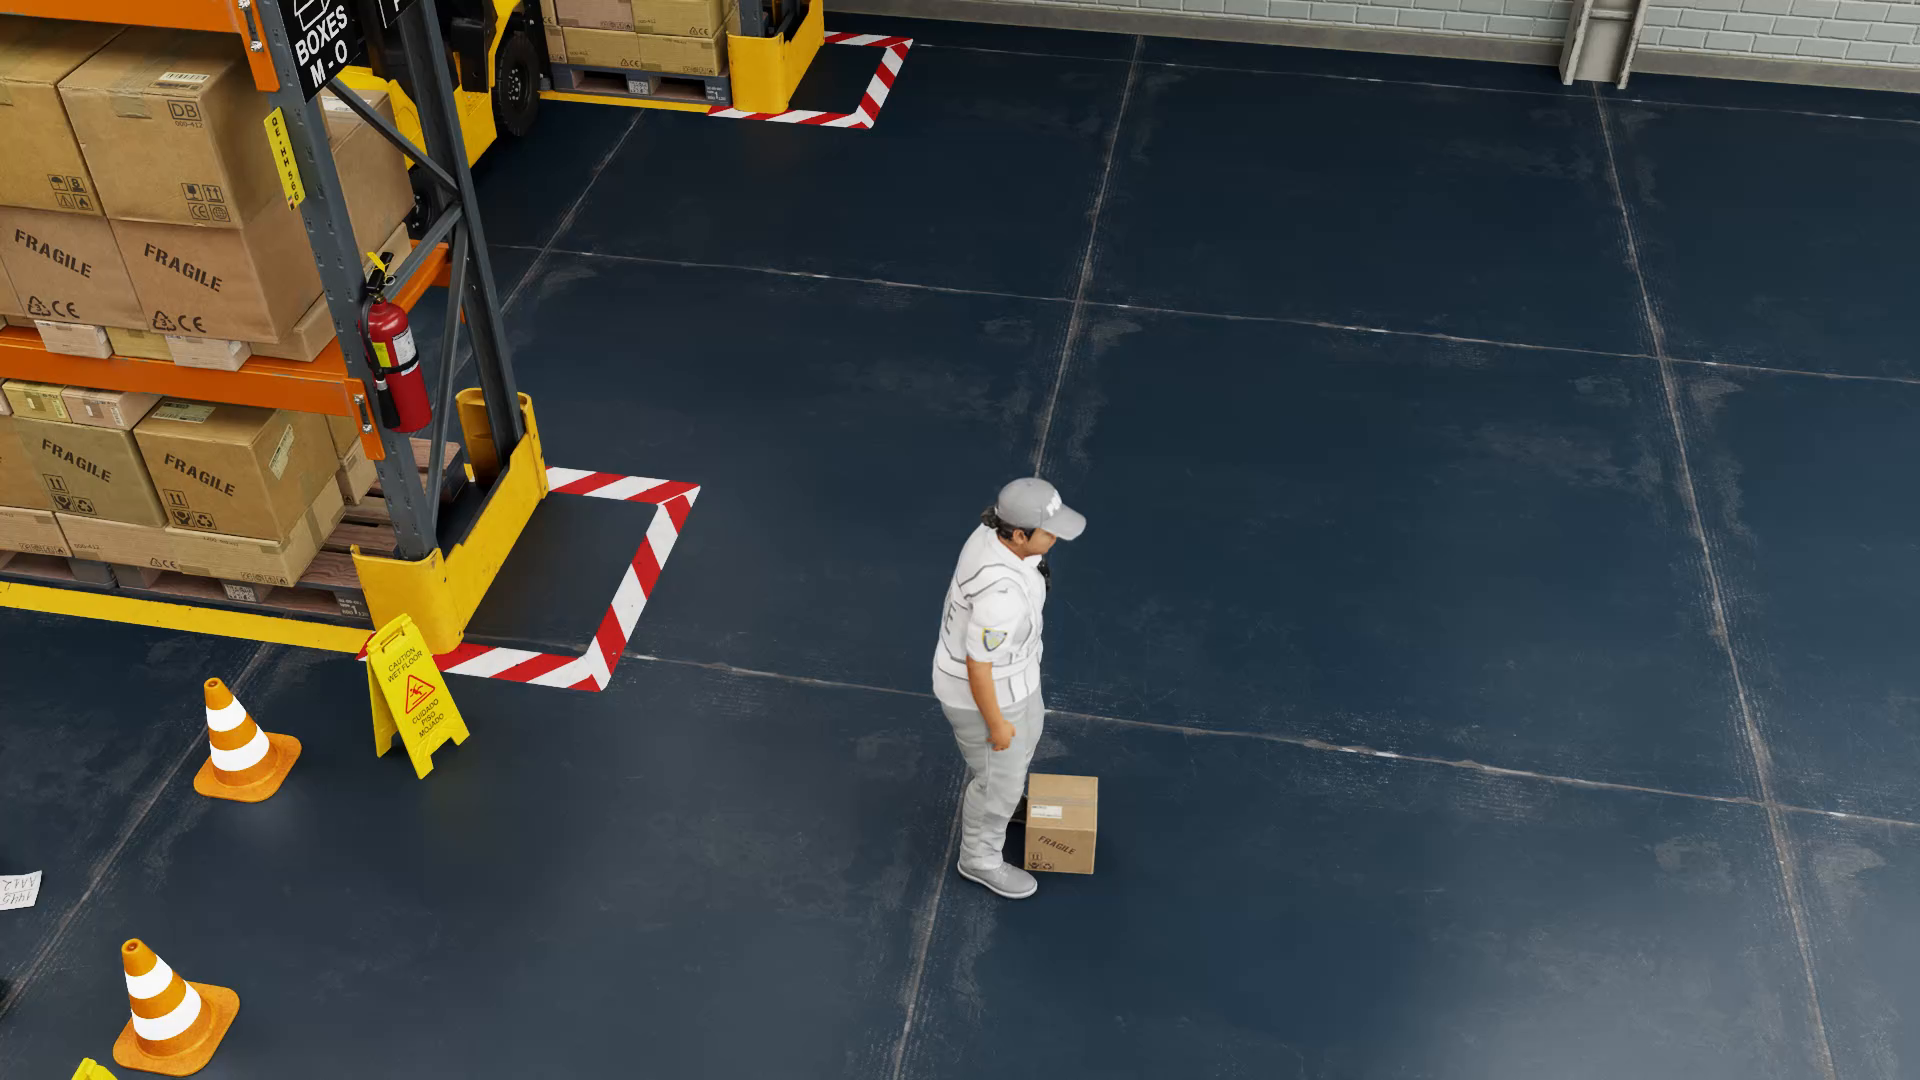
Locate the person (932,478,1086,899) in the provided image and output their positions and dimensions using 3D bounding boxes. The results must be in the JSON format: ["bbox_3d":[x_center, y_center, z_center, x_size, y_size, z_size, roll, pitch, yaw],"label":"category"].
[{"bbox_3d":[0.153,0.470,5.607,0.471,1.666,0.544,6,41,7],"label":"person"}]
